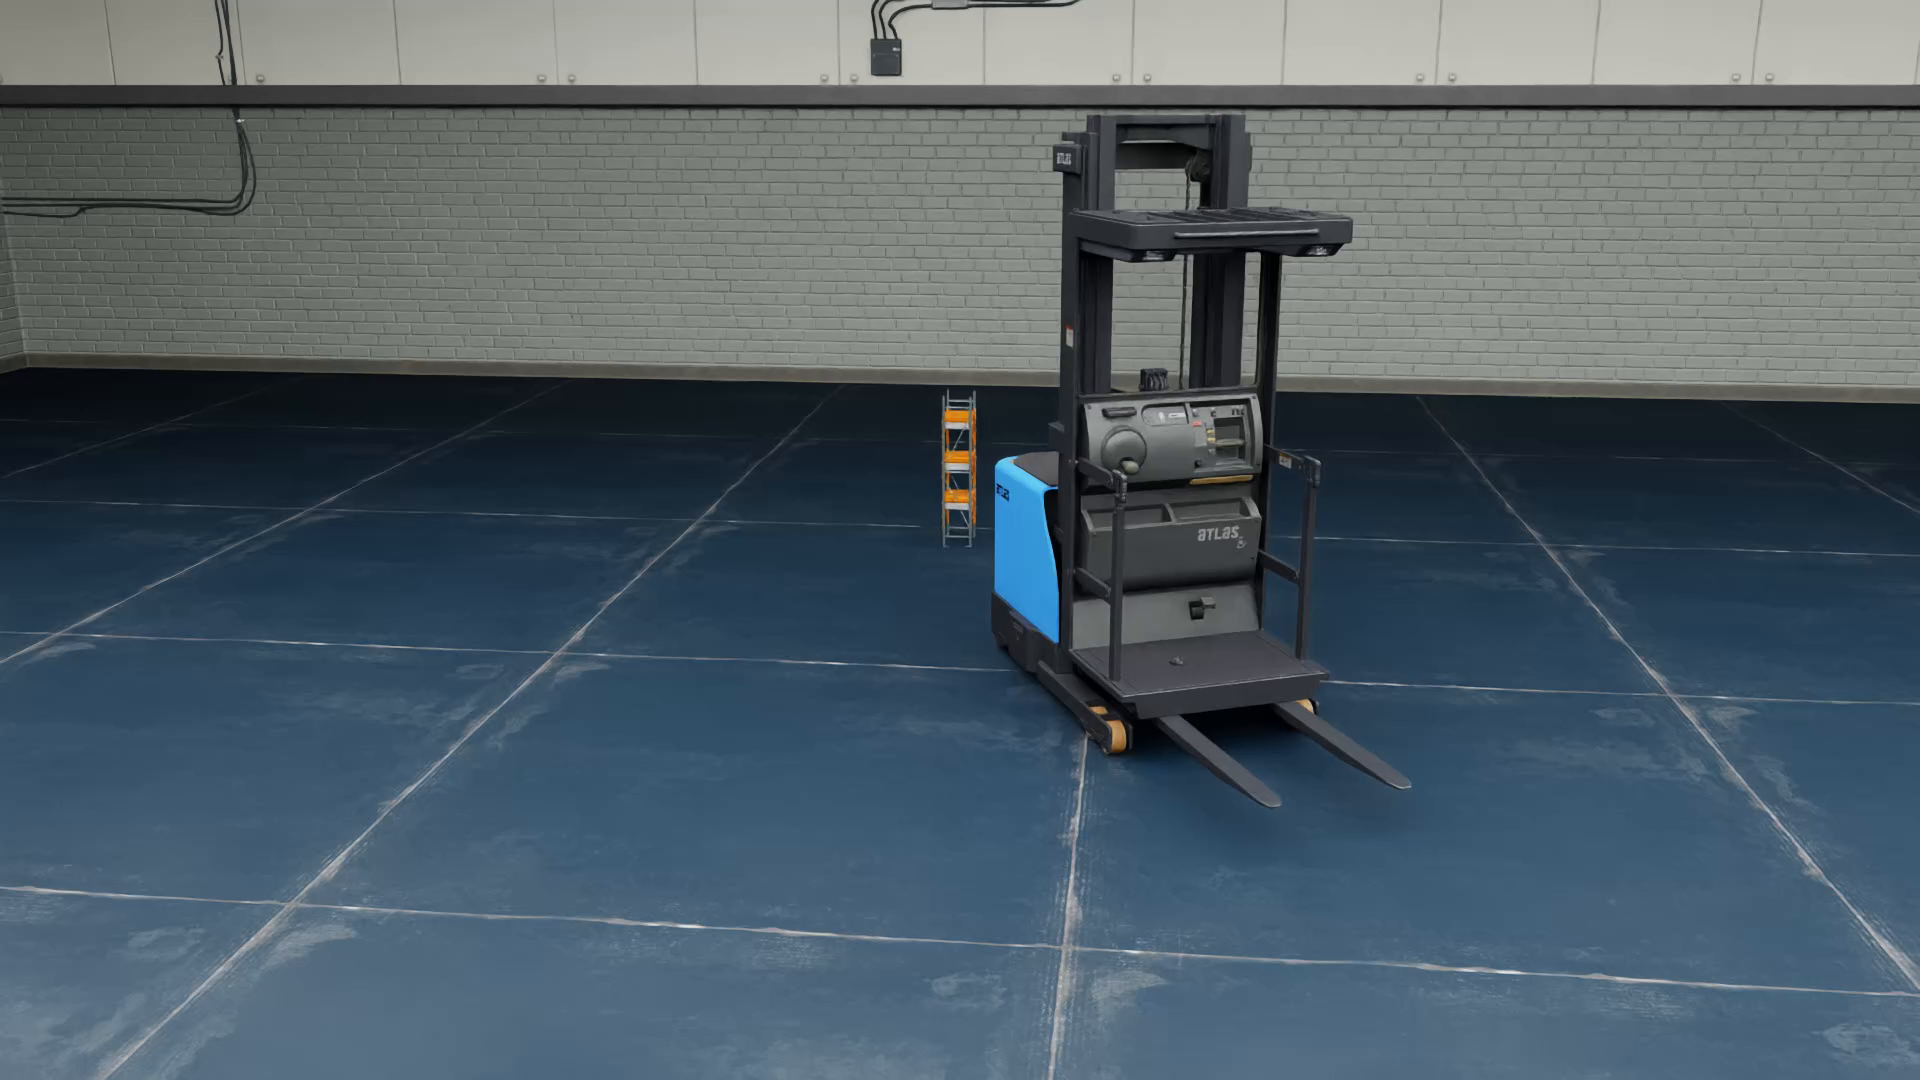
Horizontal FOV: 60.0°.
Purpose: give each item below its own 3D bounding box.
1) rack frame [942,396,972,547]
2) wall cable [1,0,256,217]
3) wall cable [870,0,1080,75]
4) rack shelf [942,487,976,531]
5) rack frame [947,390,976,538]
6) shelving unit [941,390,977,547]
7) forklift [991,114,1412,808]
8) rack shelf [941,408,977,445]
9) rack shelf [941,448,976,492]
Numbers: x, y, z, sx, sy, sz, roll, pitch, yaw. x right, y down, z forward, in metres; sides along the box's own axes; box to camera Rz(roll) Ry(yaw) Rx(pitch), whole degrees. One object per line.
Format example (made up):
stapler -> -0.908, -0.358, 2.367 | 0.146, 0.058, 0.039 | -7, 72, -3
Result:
rack frame -> -0.020, -0.461, 11.357 | 0.200, 1.050, 0.008 | 2, 15, 6
wall cable -> -9.192, -4.767, 18.002 | 3.097, 2.526, 0.112 | 2, 15, 6
wall cable -> 0.239, -7.624, 16.103 | 2.305, 6.003, 0.169 | 2, 15, 6
rack shelf -> -0.006, -0.214, 11.549 | 0.215, 0.259, 0.240 | 2, 15, 6
rack frame -> 0.008, -0.525, 11.591 | 0.200, 1.050, 0.008 | 2, 15, 6
shelving unit -> -0.006, -0.493, 11.474 | 0.215, 1.050, 0.252 | 2, 15, 6
forklift -> 1.116, -0.513, 7.945 | 1.130, 2.935, 3.031 | -5, 16, -17
rack shelf -> -0.006, -0.757, 11.402 | 0.215, 0.259, 0.240 | 2, 15, 6
rack shelf -> -0.006, -0.483, 11.476 | 0.215, 0.259, 0.240 | 2, 15, 6
